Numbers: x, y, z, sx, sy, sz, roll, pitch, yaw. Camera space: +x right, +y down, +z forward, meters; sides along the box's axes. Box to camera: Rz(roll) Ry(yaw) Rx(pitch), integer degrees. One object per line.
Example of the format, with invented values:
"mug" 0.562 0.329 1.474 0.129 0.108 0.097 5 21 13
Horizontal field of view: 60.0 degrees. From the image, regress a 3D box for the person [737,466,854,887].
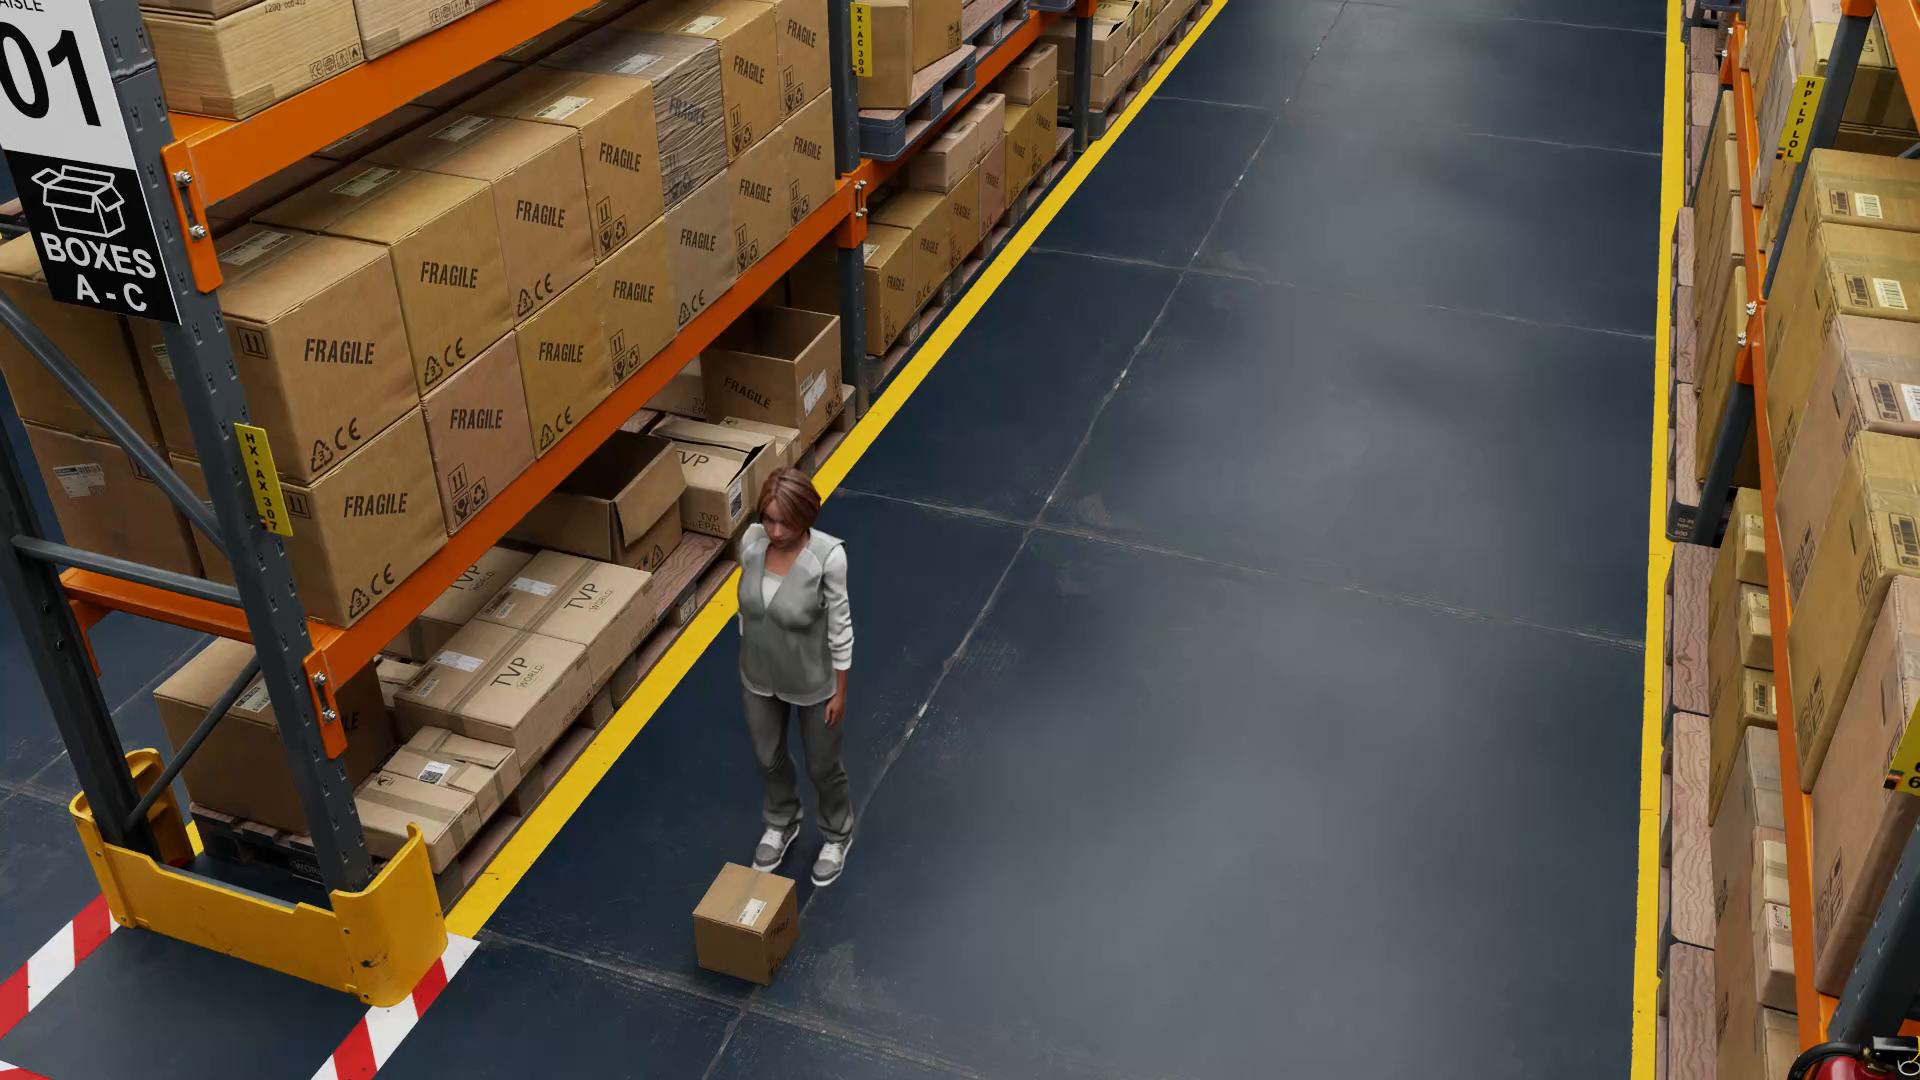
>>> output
"person" -0.531 0.464 5.464 0.406 1.600 0.311 12 36 17
